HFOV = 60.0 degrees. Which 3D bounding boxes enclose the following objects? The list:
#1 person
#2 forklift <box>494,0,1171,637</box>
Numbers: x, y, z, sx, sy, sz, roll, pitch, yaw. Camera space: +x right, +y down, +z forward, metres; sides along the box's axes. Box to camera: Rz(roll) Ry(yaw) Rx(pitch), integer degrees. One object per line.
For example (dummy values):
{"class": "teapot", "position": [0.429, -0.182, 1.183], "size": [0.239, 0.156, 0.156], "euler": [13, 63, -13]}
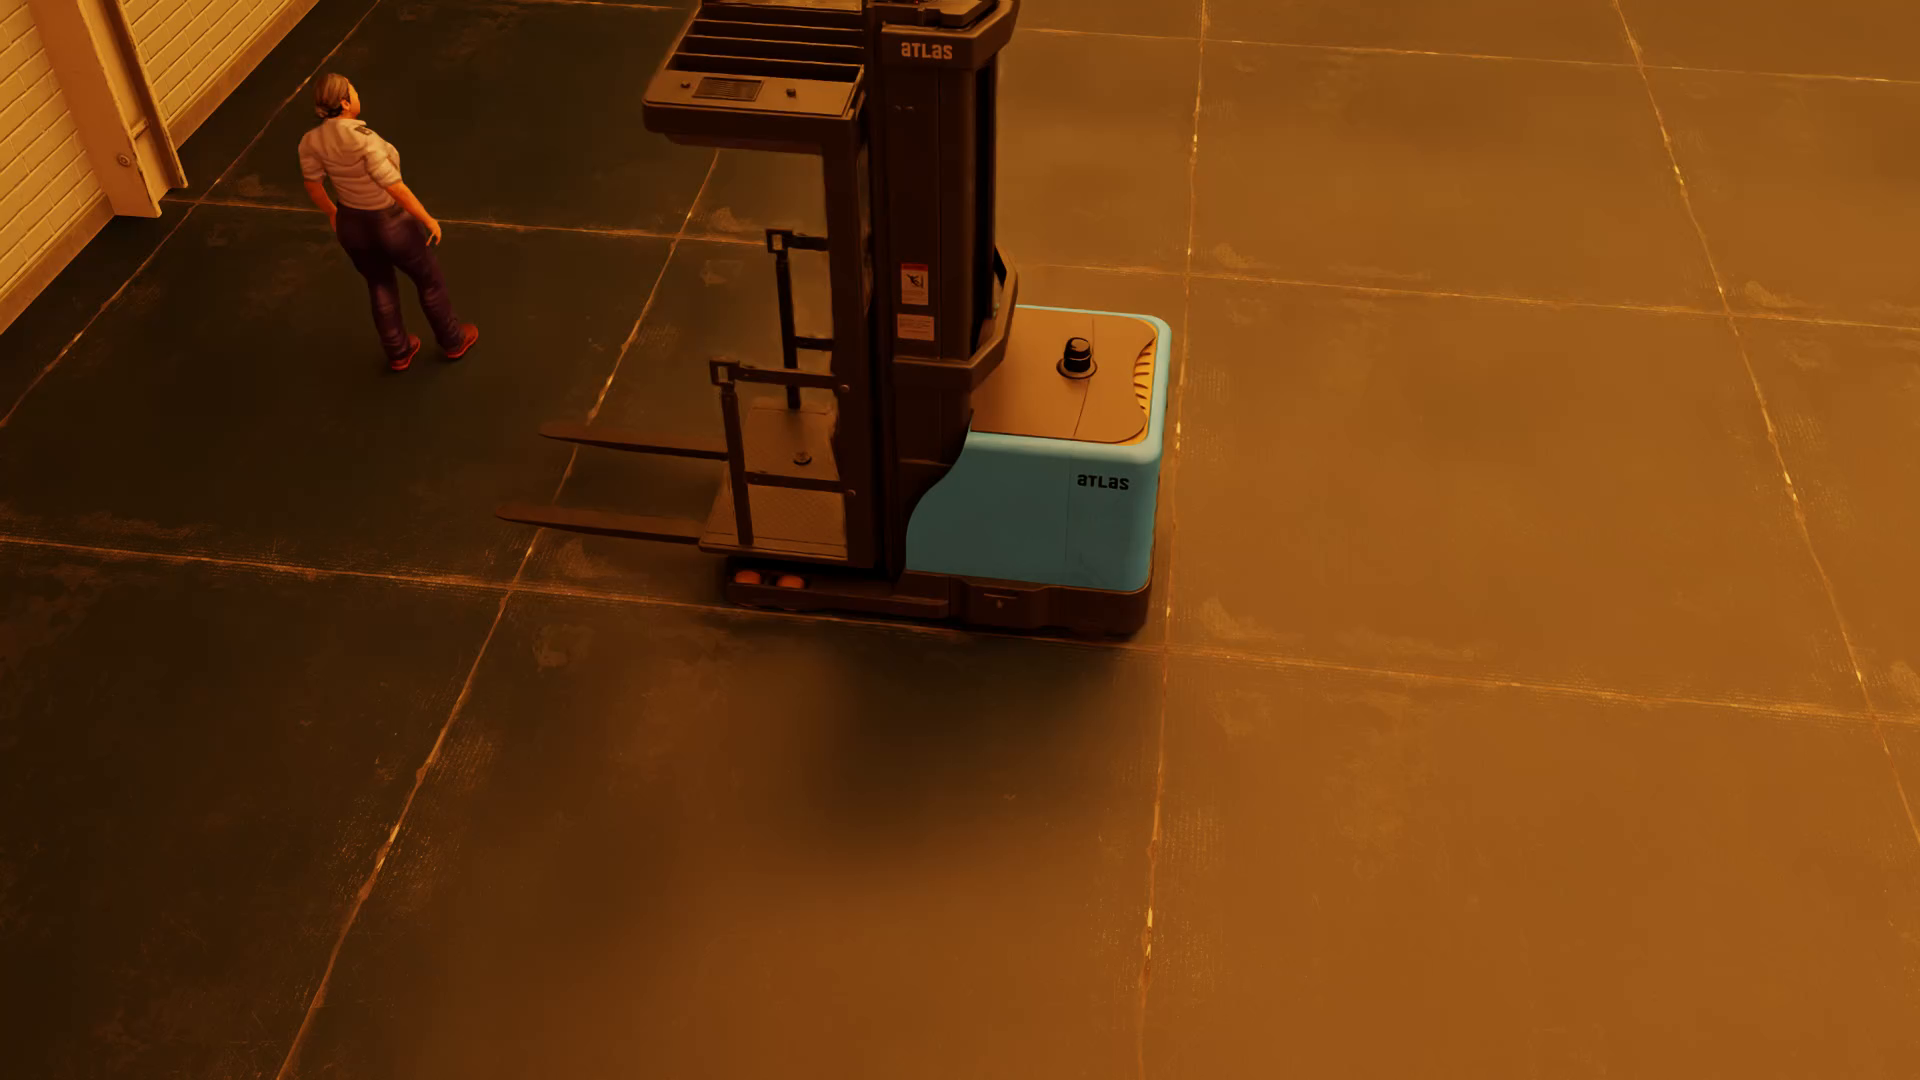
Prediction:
{"class": "person", "position": [-2.912, -1.627, 8.448], "size": [0.632, 1.647, 0.492], "euler": [8, 43, 8]}
{"class": "forklift", "position": [-0.611, -1.106, 6.928], "size": [3.031, 2.935, 1.130], "euler": [6, 43, 6]}
